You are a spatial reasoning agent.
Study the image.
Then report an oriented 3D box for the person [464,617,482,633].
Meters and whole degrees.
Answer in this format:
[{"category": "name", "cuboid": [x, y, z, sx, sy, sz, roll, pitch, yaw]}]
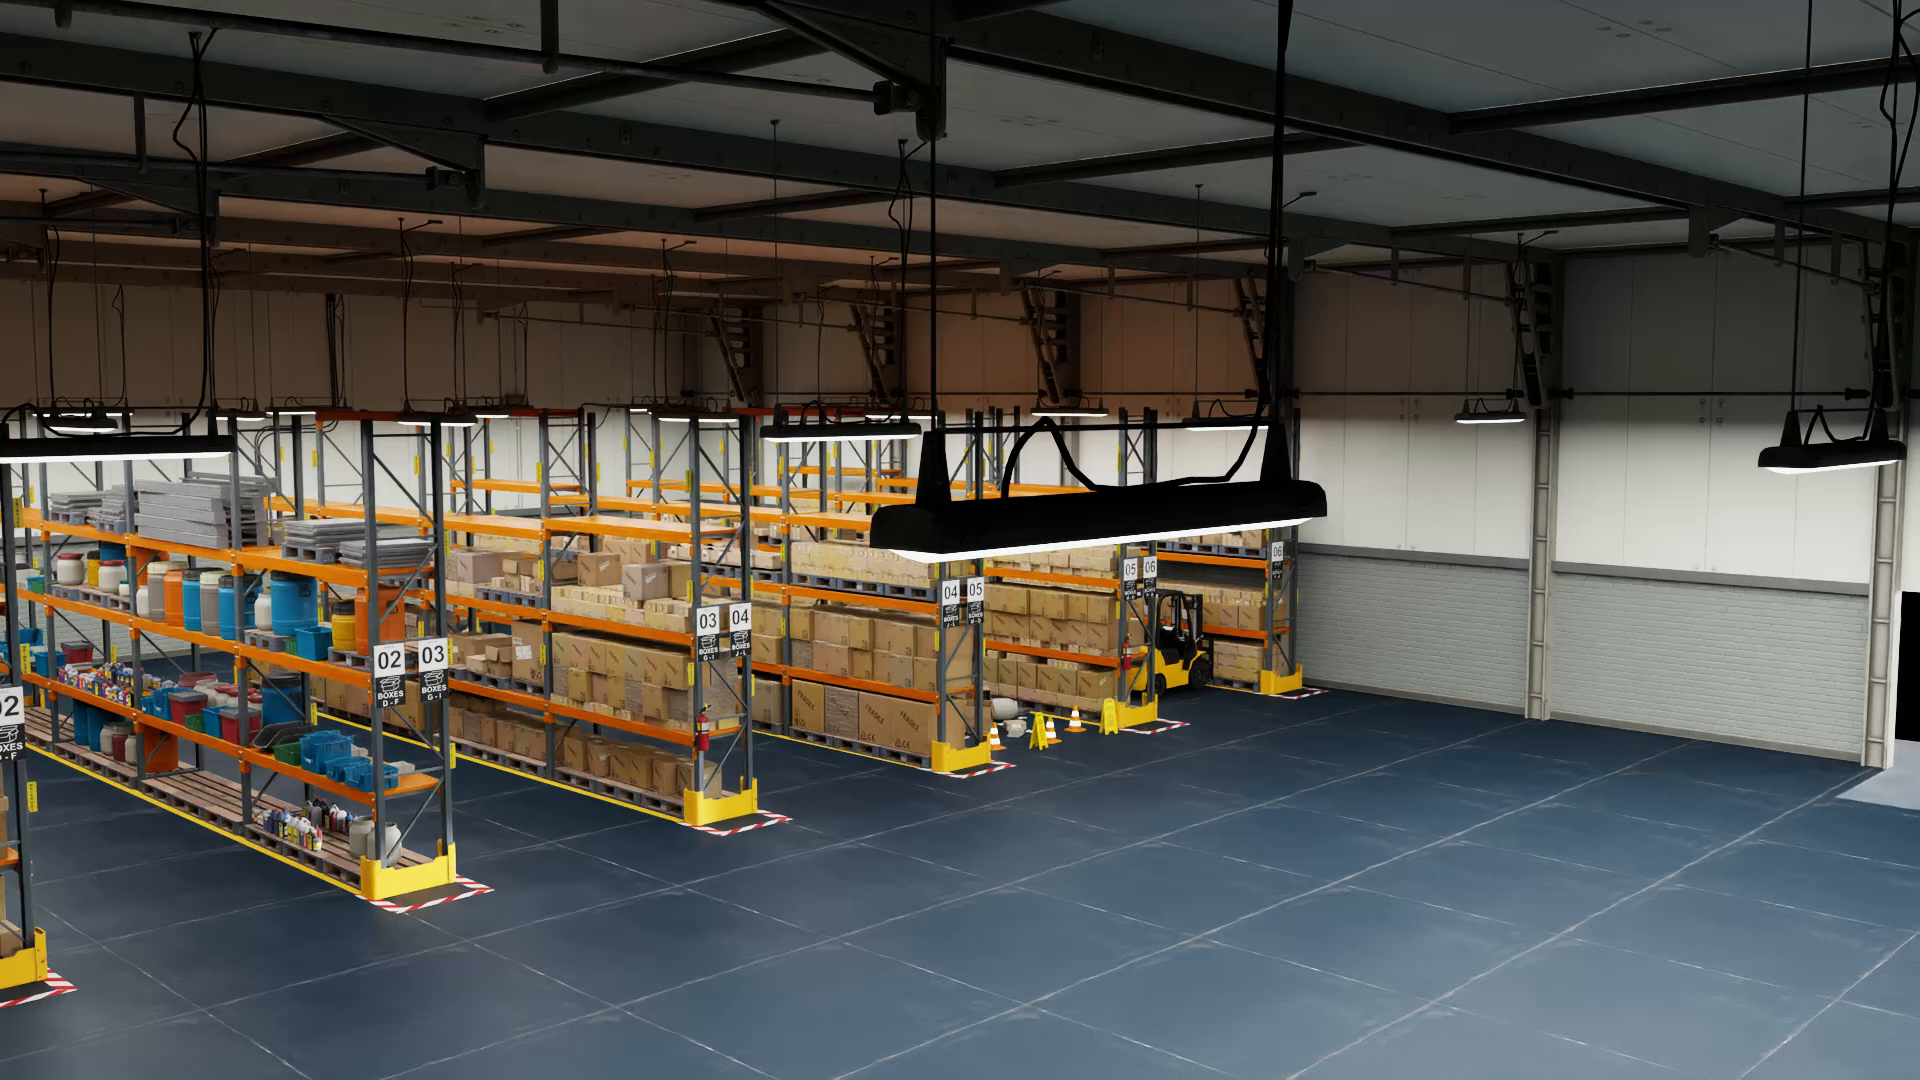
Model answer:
[{"category": "person", "cuboid": [-10.446, 2.397, 35.580, 0.565, 1.581, 0.692, -4, 6, -37]}]
